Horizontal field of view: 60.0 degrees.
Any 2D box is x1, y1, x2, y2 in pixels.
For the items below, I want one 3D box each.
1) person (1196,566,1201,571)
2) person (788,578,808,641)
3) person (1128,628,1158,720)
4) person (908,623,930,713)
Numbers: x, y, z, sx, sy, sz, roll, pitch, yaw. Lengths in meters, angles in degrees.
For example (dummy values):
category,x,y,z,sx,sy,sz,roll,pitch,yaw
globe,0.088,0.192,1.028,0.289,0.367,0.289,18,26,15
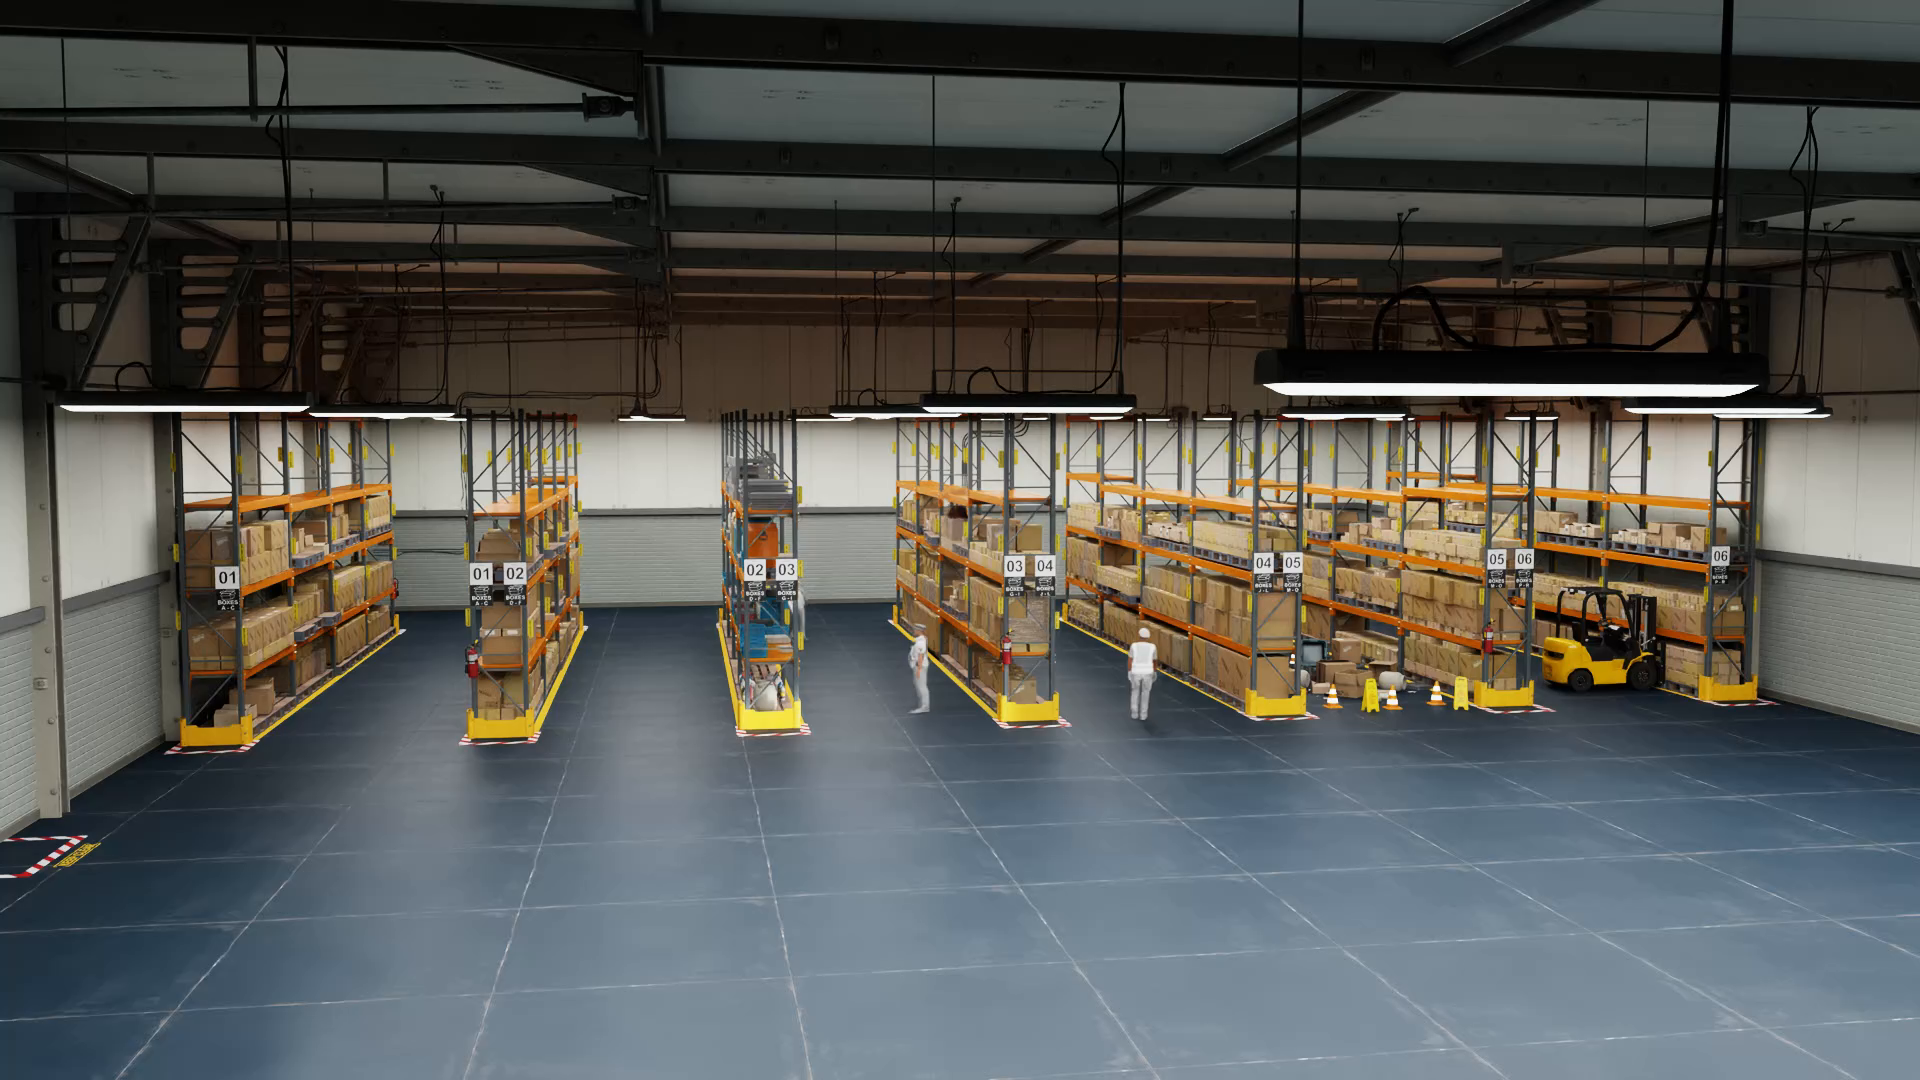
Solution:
category,x,y,z,sx,sy,sz,roll,pitch,yaw
person,6.665,1.565,47.062,0.453,1.776,0.561,-1,4,-12
person,-4.298,1.830,44.025,0.513,1.645,0.984,-2,4,-22
person,3.538,2.576,32.097,0.551,1.781,0.471,1,4,19
person,-0.816,2.552,32.990,0.418,1.804,0.655,0,4,-5
